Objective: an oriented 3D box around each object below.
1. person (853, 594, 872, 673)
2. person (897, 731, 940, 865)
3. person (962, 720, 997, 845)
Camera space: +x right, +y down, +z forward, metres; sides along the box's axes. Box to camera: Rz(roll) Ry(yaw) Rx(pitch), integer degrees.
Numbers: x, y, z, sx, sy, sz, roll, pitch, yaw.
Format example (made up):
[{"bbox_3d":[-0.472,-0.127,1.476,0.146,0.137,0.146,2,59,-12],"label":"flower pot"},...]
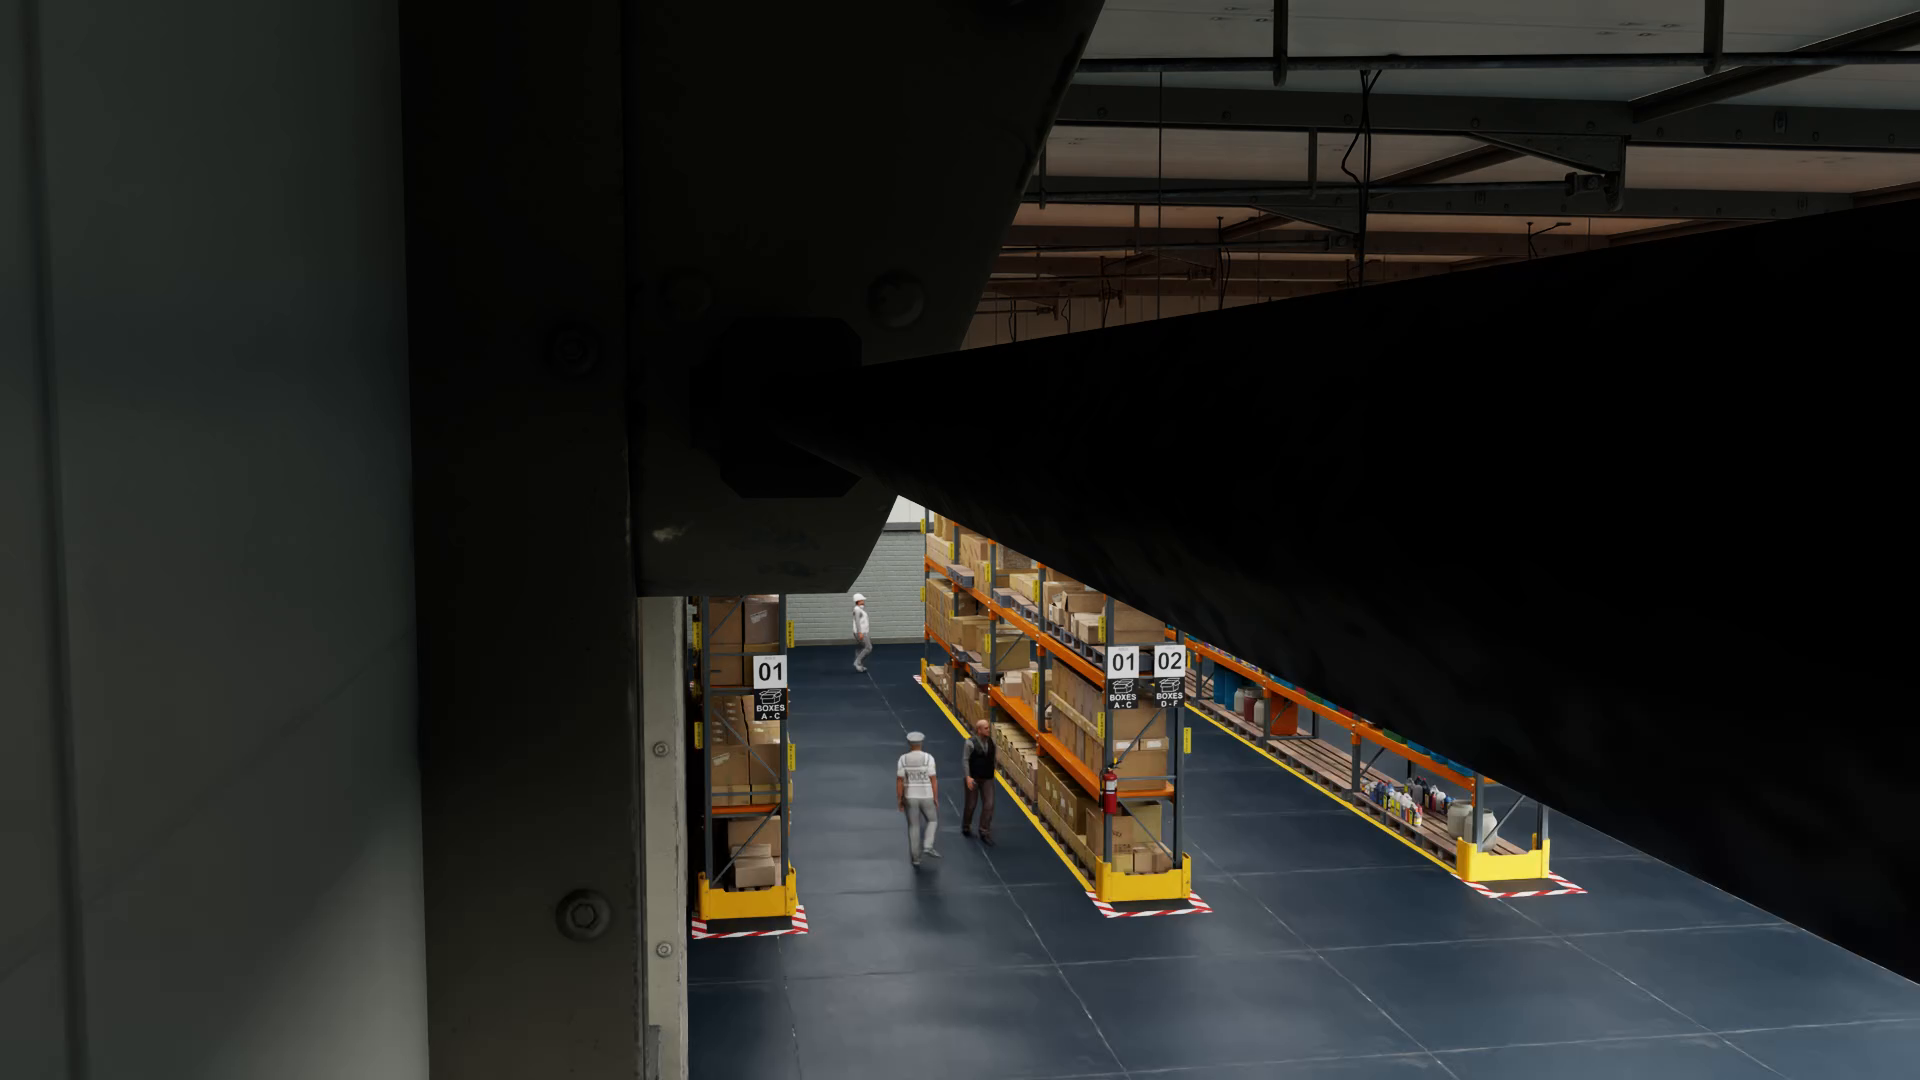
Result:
[{"bbox_3d":[-2.233,2.109,37.842,0.430,1.777,0.566,-1,5,-9],"label":"person"},{"bbox_3d":[-0.556,3.476,22.390,0.593,1.757,0.508,0,5,2],"label":"person"},{"bbox_3d":[0.297,3.417,23.660,0.612,1.719,0.768,-3,6,-30],"label":"person"}]
